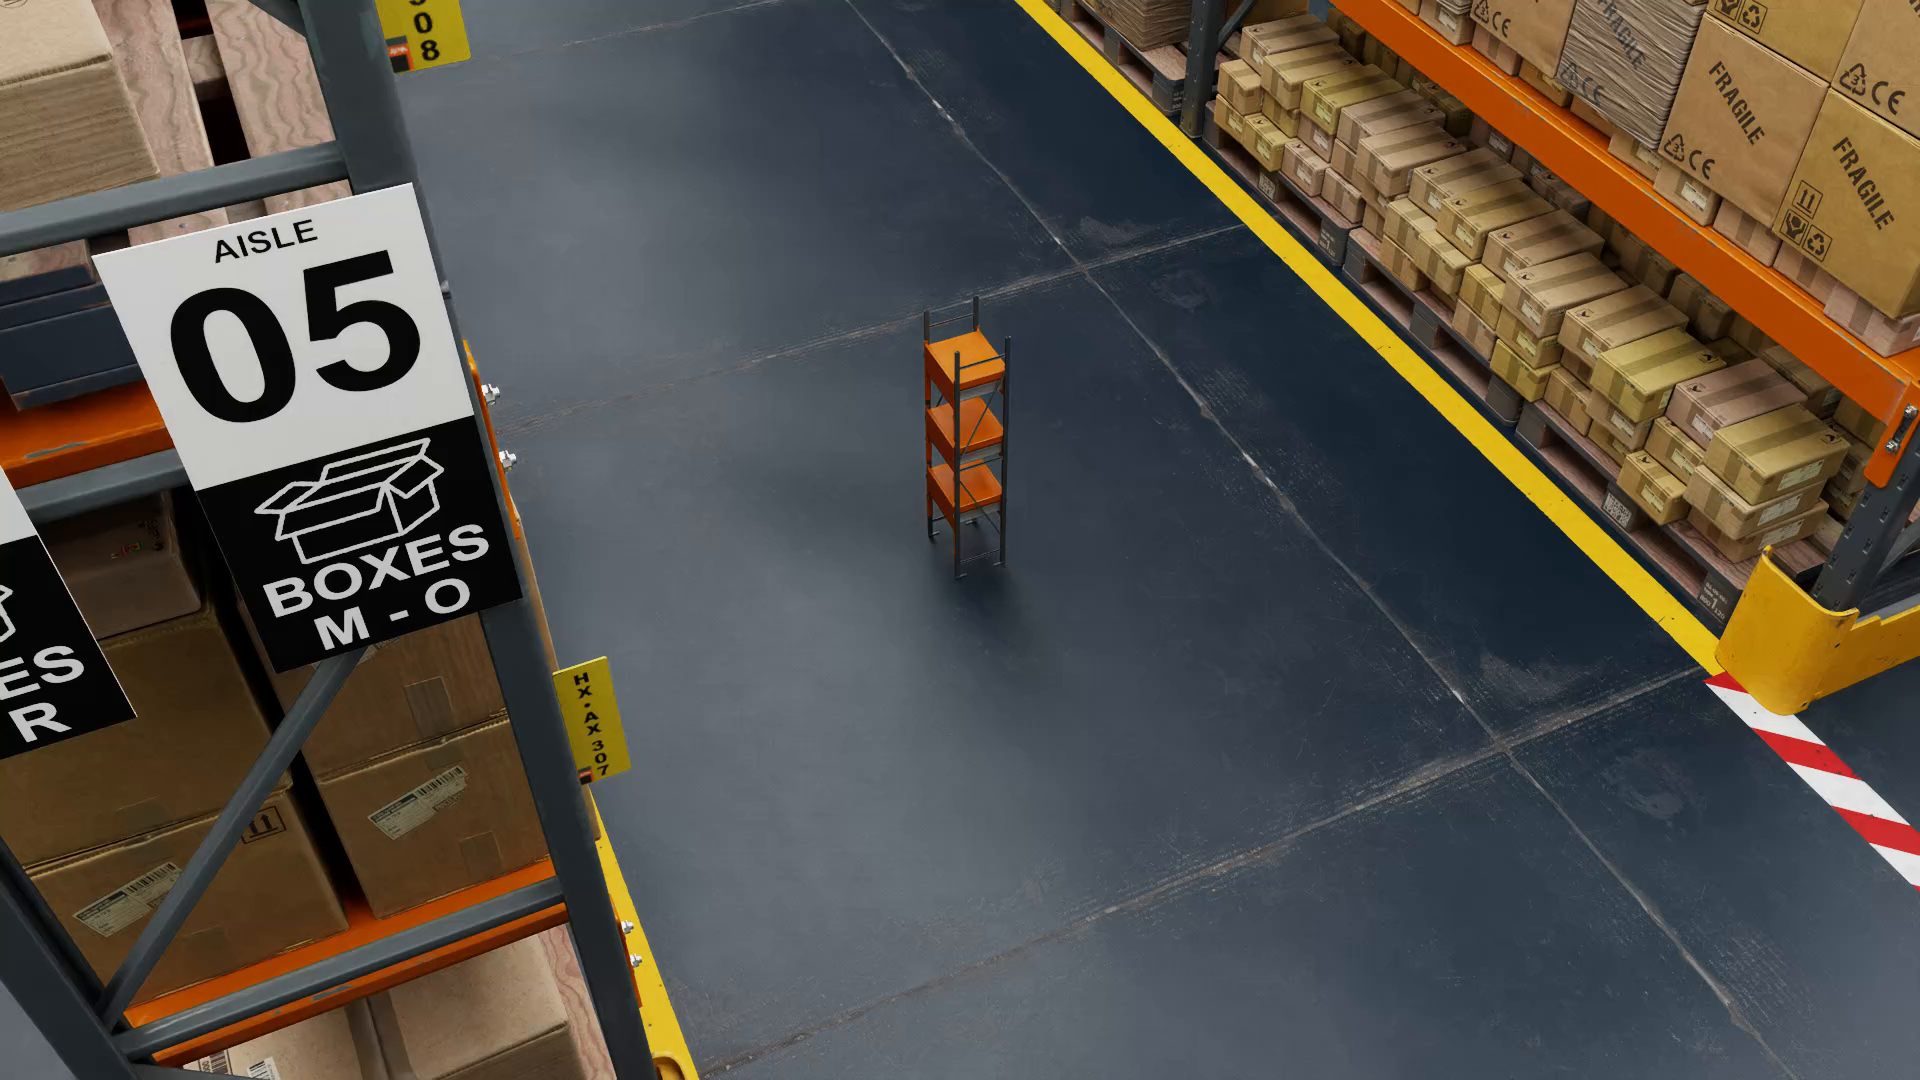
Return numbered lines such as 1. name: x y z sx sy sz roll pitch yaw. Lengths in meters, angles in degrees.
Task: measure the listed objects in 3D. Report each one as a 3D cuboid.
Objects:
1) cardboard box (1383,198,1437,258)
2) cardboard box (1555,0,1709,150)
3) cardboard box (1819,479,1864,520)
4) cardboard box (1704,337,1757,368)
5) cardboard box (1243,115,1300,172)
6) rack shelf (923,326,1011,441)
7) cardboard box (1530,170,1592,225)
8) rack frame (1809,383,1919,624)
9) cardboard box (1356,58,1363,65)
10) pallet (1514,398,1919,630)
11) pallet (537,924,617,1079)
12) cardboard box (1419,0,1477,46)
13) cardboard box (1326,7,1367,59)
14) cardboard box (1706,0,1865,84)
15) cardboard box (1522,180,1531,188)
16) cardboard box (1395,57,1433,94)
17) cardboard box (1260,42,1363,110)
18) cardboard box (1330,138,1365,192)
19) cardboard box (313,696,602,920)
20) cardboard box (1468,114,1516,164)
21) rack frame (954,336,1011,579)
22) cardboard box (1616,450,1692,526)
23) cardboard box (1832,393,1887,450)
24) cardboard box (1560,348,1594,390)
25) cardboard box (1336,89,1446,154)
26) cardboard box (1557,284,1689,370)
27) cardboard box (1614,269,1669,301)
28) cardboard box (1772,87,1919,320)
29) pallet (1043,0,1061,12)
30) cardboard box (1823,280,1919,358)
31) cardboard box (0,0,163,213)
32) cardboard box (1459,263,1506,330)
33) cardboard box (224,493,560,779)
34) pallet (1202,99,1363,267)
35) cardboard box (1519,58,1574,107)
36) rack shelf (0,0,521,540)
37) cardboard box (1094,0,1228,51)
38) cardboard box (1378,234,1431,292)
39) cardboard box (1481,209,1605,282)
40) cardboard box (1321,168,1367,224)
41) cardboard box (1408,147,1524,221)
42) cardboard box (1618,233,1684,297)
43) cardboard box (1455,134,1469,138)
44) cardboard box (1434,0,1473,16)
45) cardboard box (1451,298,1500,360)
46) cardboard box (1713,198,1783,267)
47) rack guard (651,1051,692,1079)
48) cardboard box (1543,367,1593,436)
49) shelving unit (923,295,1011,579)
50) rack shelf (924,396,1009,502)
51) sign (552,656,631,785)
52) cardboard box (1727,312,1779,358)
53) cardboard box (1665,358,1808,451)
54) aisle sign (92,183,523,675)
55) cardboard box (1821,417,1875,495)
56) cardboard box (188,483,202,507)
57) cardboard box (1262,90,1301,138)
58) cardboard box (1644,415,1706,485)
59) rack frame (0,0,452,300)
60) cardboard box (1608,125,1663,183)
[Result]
1. cardboard box: 2.017 -1.339 6.991 0.380 0.149 0.250 -18 48 -18
2. cardboard box: 2.403 -1.691 5.545 0.500 0.500 0.500 -18 47 -17
3. cardboard box: 3.330 -0.252 6.101 0.380 0.149 0.250 -17 47 -17
4. cardboard box: 3.025 -0.661 6.303 0.380 0.149 0.250 -17 47 -17
5. cardboard box: 1.551 -1.876 7.747 0.380 0.149 0.250 -17 47 -16
6. rack shelf: 0.022 -0.534 5.655 0.215 0.259 0.240 -18 47 -17
7. cardboard box: 2.584 -1.435 6.876 0.380 0.149 0.250 -18 47 -17
8. rack frame: 3.260 -0.689 4.813 1.000 3.000 0.127 -18 47 -17
9. cardboard box: 1.999 -2.372 8.037 0.380 0.149 0.250 -17 47 -17
10. pallet: 2.918 -0.273 6.377 1.003 0.211 1.213 -18 47 -17
11. pallet: -1.596 1.343 4.739 1.003 0.211 1.213 -18 47 -17
12. cardboard box: 1.998 -2.047 6.368 0.380 0.149 0.250 -16 47 -16
13. cardboard box: 1.964 -2.435 7.889 0.380 0.149 0.250 -17 47 -16
14. cardboard box: 2.628 -1.728 4.870 0.500 0.500 0.500 -20 48 -19
15. cardboard box: 2.488 -1.516 7.169 0.380 0.149 0.250 -20 48 -19
16. cardboard box: 2.218 -2.127 7.577 0.380 0.149 0.250 -18 48 -18
17. cardboard box: 1.597 -2.111 7.561 0.380 0.149 0.250 -16 47 -15
18. cardboard box: 1.874 -1.701 7.357 0.380 0.149 0.250 -20 48 -19
19. cardboard box: -1.130 0.411 3.627 0.500 0.500 0.500 -18 48 -18
20. cardboard box: 2.454 -1.794 7.239 0.380 0.149 0.250 -20 48 -19
21. rack frame: 0.074 -0.262 5.768 0.200 1.050 0.008 -18 47 -17
22. cardboard box: 2.649 -0.232 6.080 0.380 0.149 0.250 -17 47 -16
23. cardboard box: 3.348 -0.470 5.898 0.380 0.149 0.250 -20 48 -19
24. cardboard box: 2.539 -0.714 6.357 0.380 0.149 0.250 -19 48 -18
25. cardboard box: 1.878 -1.805 7.251 0.380 0.149 0.250 -19 48 -18
26. cardboard box: 2.478 -0.787 6.219 0.380 0.149 0.250 -20 48 -19
27. cardboard box: 2.818 -0.997 6.644 0.380 0.149 0.250 -20 48 -19
28. cardboard box: 2.837 -1.041 4.886 0.500 0.500 0.500 -17 47 -17
29. pallet: 0.732 -3.520 9.667 1.003 0.211 1.213 -18 47 -17
30. cardboard box: 2.866 -0.724 5.027 0.380 0.149 0.250 -18 47 -17
31. cardboard box: -1.460 -0.623 2.346 0.500 0.250 0.500 -22 49 -21
32. cardboard box: 2.238 -1.008 6.654 0.380 0.149 0.250 -16 47 -15
33. cardboard box: -1.132 0.055 3.275 0.500 0.500 0.500 -19 48 -18
34. pallet: 1.892 -1.828 7.952 1.003 0.211 1.213 -18 47 -17
35. cardboard box: 2.278 -1.735 6.052 0.380 0.149 0.250 -17 47 -17
36. rack shelf: -2.030 -1.249 3.757 1.077 0.370 4.000 -18 47 -17
37. cardboard box: 1.038 -2.895 8.529 0.500 0.500 0.500 -19 48 -18
38. cardboard box: 2.022 -1.231 7.093 0.380 0.149 0.250 -19 48 -18
39. cardboard box: 2.304 -1.142 6.579 0.380 0.149 0.250 -20 48 -19
40. cardboard box: 1.855 -1.586 7.453 0.380 0.149 0.250 -19 48 -18
41. cardboard box: 2.100 -1.469 6.911 0.380 0.149 0.250 -20 48 -19
42. cardboard box: 2.845 -1.122 6.558 0.380 0.149 0.250 -16 47 -16
43. cardboard box: 2.269 -1.849 7.507 0.380 0.149 0.250 -18 47 -17
44. cardboard box: 1.951 -2.345 6.208 0.500 0.500 0.500 -19 48 -18
45. cardboard box: 2.240 -0.903 6.760 0.380 0.149 0.250 -17 47 -17
46. cardboard box: 2.676 -1.049 5.356 0.380 0.149 0.250 -18 48 -18
47. rack guard: -1.179 1.742 4.129 1.175 0.500 0.348 -18 47 -17
48. cardboard box: 2.500 -0.579 6.432 0.380 0.149 0.250 -18 47 -17
49. shelving unit: 0.022 -0.340 5.847 0.215 1.050 0.252 -18 47 -17
50. rack shelf: 0.022 -0.332 5.854 0.215 0.259 0.240 -18 47 -17
51. sign: -0.683 0.341 3.096 0.100 0.325 0.005 -18 47 -17
52. cardboard box: 3.133 -0.808 6.241 0.380 0.149 0.250 -18 47 -18
53. cardboard box: 2.754 -0.475 5.903 0.380 0.149 0.250 -17 47 -17
54. aisle sign: -0.896 -0.128 2.393 0.394 0.787 0.004 -18 47 -17
55. cardboard box: 3.272 -0.340 5.977 0.380 0.149 0.250 -16 47 -16
56. cardboard box: -1.262 -0.239 3.112 0.380 0.149 0.250 -17 47 -16
57. cardboard box: 1.628 -2.019 7.679 0.380 0.149 0.250 -18 47 -17
58. cardboard box: 2.718 -0.364 6.003 0.380 0.149 0.250 -19 48 -18
59. rack frame: -1.189 -1.298 1.159 1.000 3.000 0.127 -18 47 -17
60. cardboard box: 2.464 -1.381 5.693 0.380 0.149 0.250 -20 48 -19
